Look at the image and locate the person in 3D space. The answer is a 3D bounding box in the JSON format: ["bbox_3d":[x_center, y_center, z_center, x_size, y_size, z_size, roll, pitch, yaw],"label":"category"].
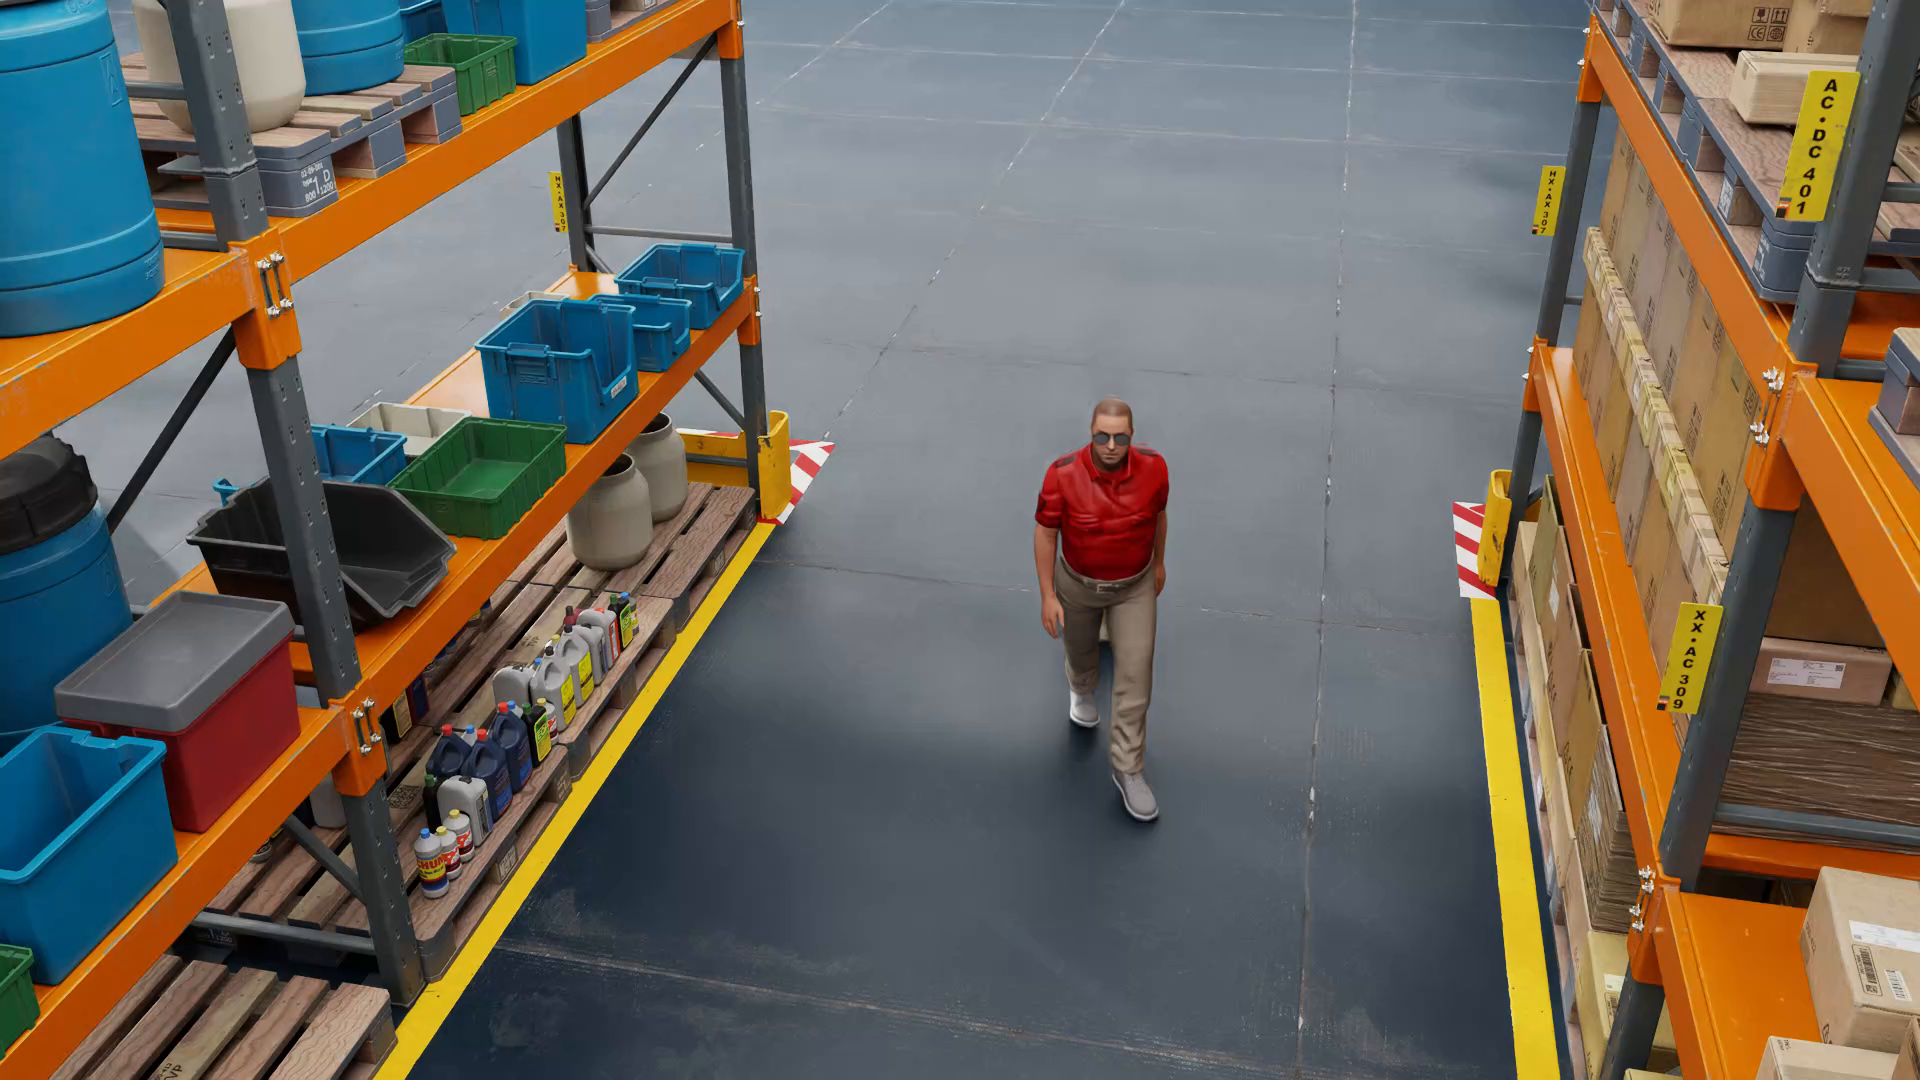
[{"bbox_3d":[0.582,0.189,6.779,0.570,1.663,0.979,0,29,0],"label":"person"}]
